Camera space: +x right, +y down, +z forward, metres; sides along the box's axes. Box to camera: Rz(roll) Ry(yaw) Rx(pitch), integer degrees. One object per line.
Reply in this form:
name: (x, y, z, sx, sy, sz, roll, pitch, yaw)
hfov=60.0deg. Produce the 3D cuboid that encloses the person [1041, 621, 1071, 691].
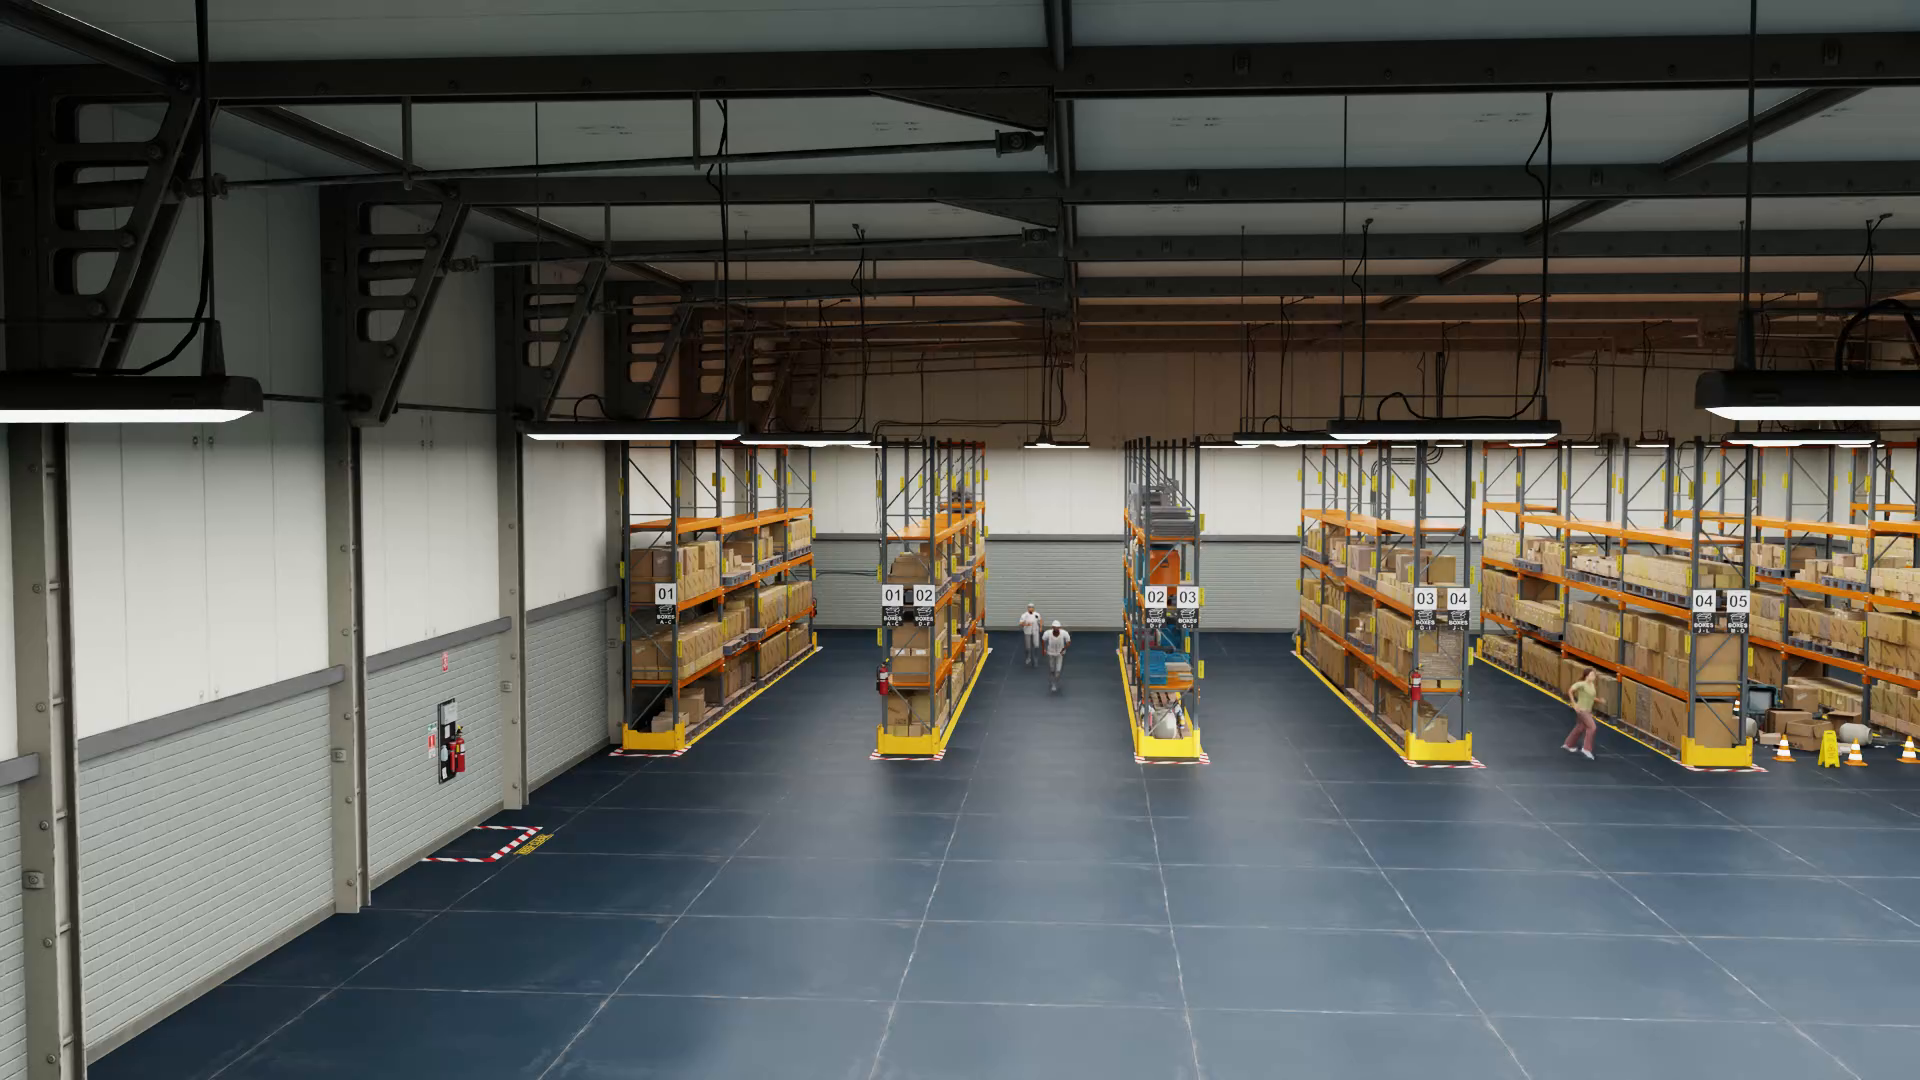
person: (2.303, 2.763, 39.926, 0.694, 1.690, 0.798, 0, 3, -1)

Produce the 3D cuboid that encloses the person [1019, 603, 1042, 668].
person: (1.876, 2.537, 44.168, 0.619, 1.728, 0.724, 0, 3, -3)

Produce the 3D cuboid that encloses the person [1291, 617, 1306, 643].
person: (10.191, 2.290, 48.893, 0.989, 1.766, 0.695, 3, 4, 44)

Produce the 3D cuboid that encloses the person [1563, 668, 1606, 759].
person: (11.682, 3.246, 31.182, 0.515, 1.706, 0.821, -3, 4, -43)

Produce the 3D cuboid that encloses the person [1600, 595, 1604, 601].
person: (18.562, 2.351, 48.108, 0.659, 1.604, 0.504, -1, 3, -18)
